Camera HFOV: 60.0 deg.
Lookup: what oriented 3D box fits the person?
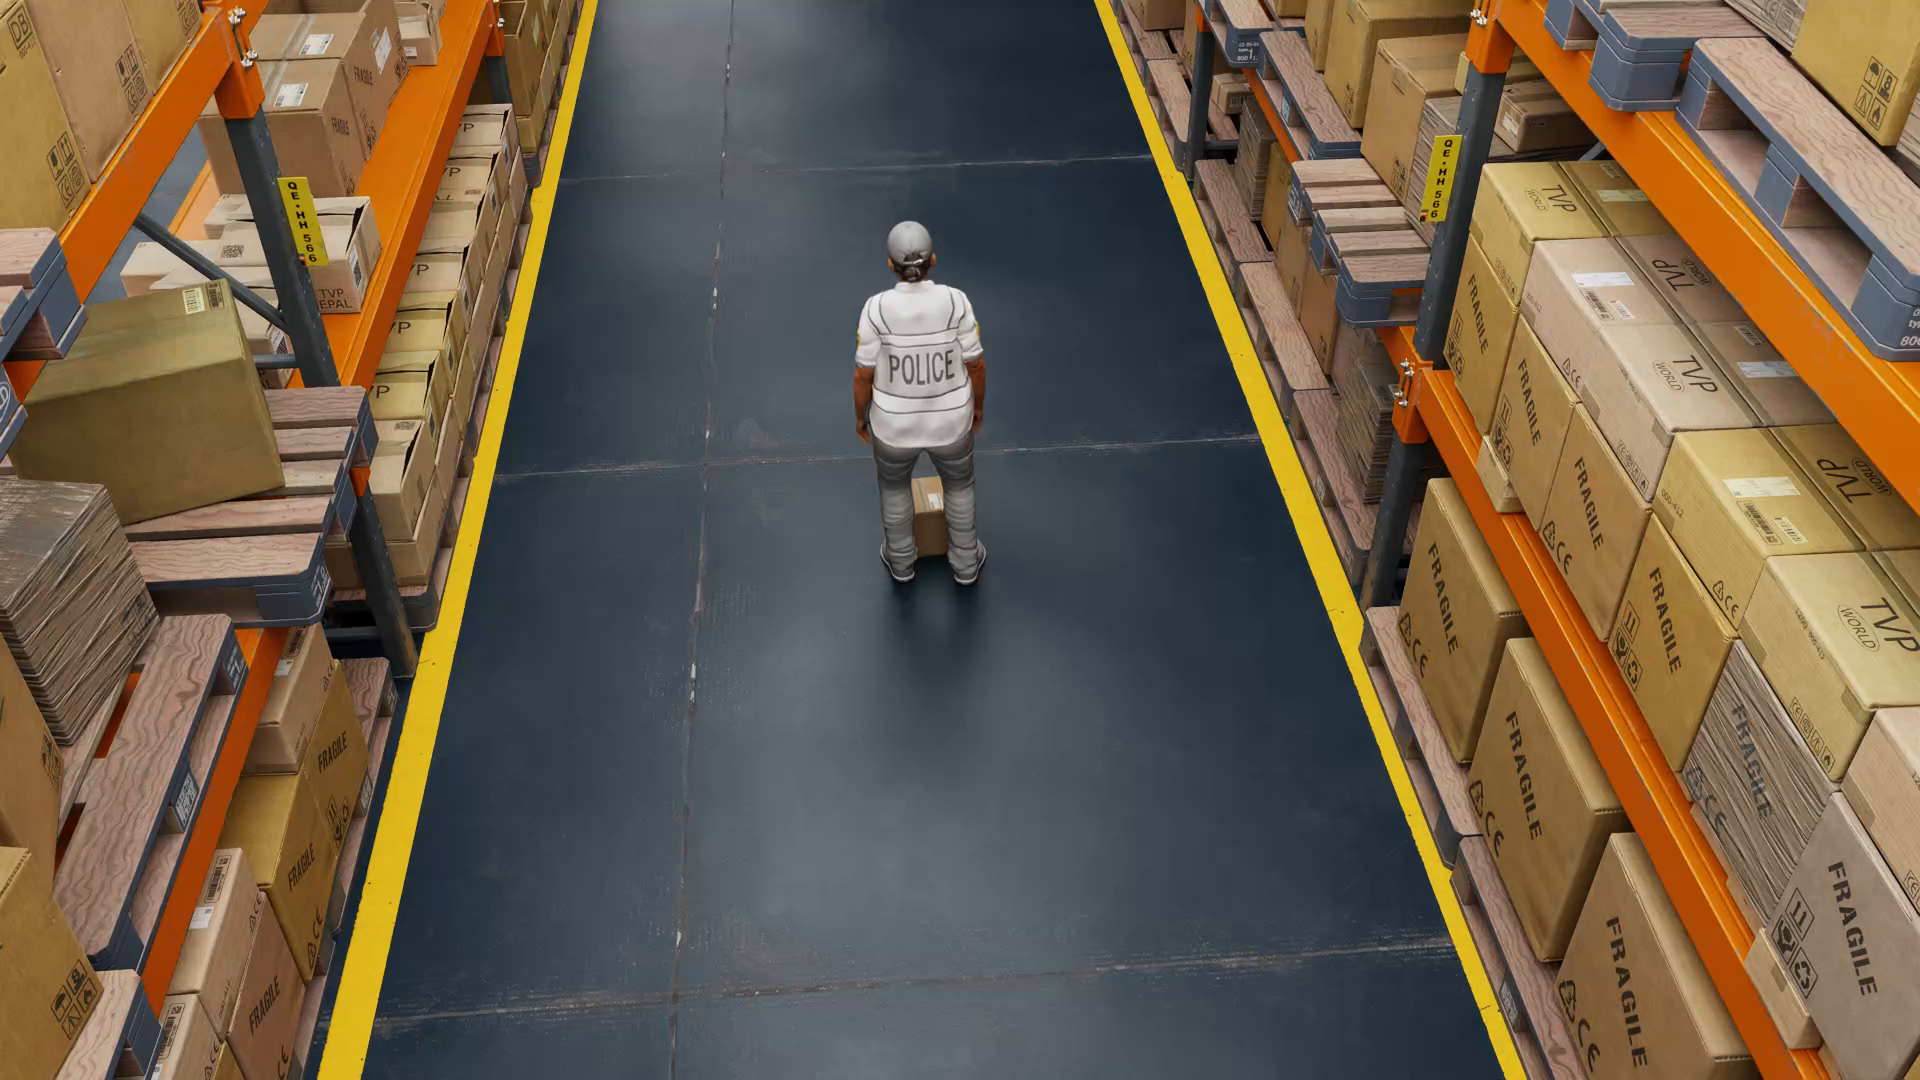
[{"bbox_3d":[-0.153,-0.512,6.774,0.553,1.666,0.471,-4,40,-5],"label":"person"}]
